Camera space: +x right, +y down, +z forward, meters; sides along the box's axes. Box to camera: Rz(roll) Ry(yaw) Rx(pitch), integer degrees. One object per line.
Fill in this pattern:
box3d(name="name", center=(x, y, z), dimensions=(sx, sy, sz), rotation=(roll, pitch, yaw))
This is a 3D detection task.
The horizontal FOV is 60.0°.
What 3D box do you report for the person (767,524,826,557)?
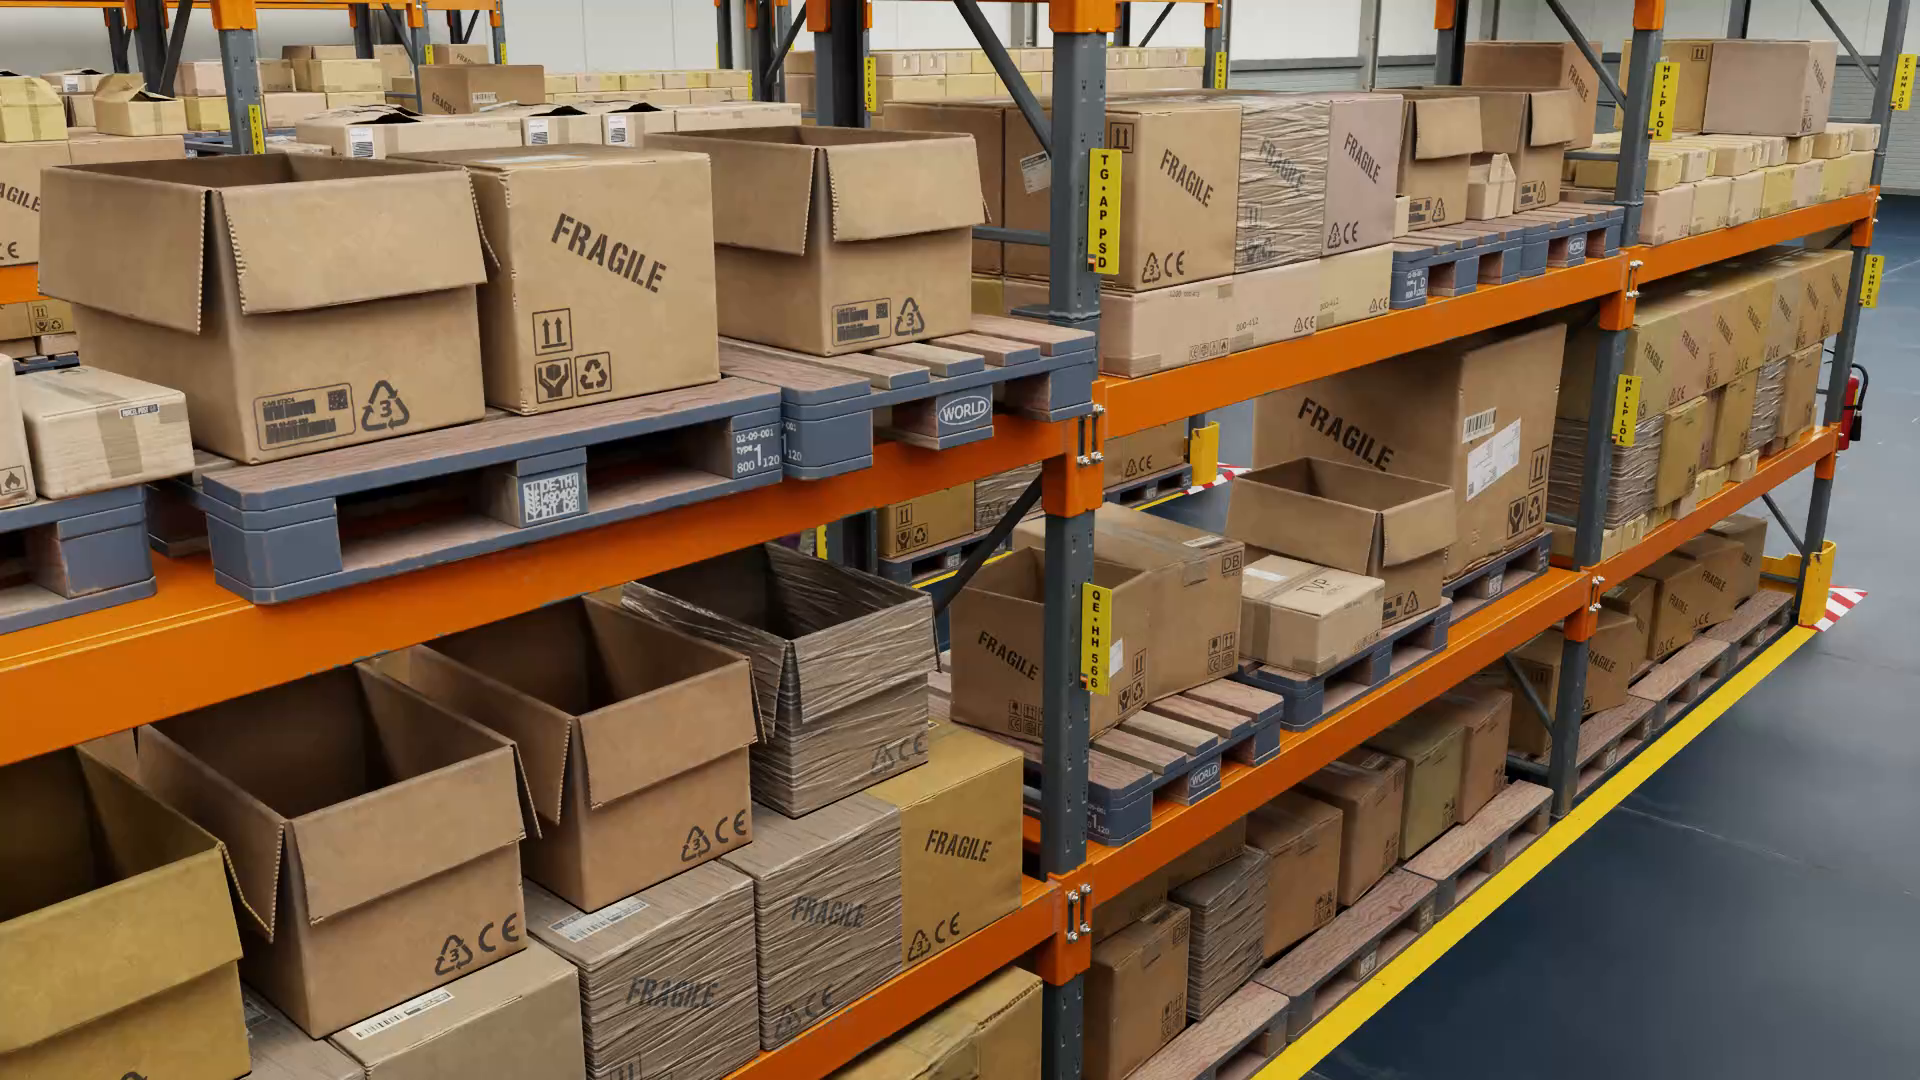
box3d(name="person", center=(-0.896, 0.228, 9.401), dimensions=(0.372, 1.560, 0.532), rotation=(14, 22, 38))
